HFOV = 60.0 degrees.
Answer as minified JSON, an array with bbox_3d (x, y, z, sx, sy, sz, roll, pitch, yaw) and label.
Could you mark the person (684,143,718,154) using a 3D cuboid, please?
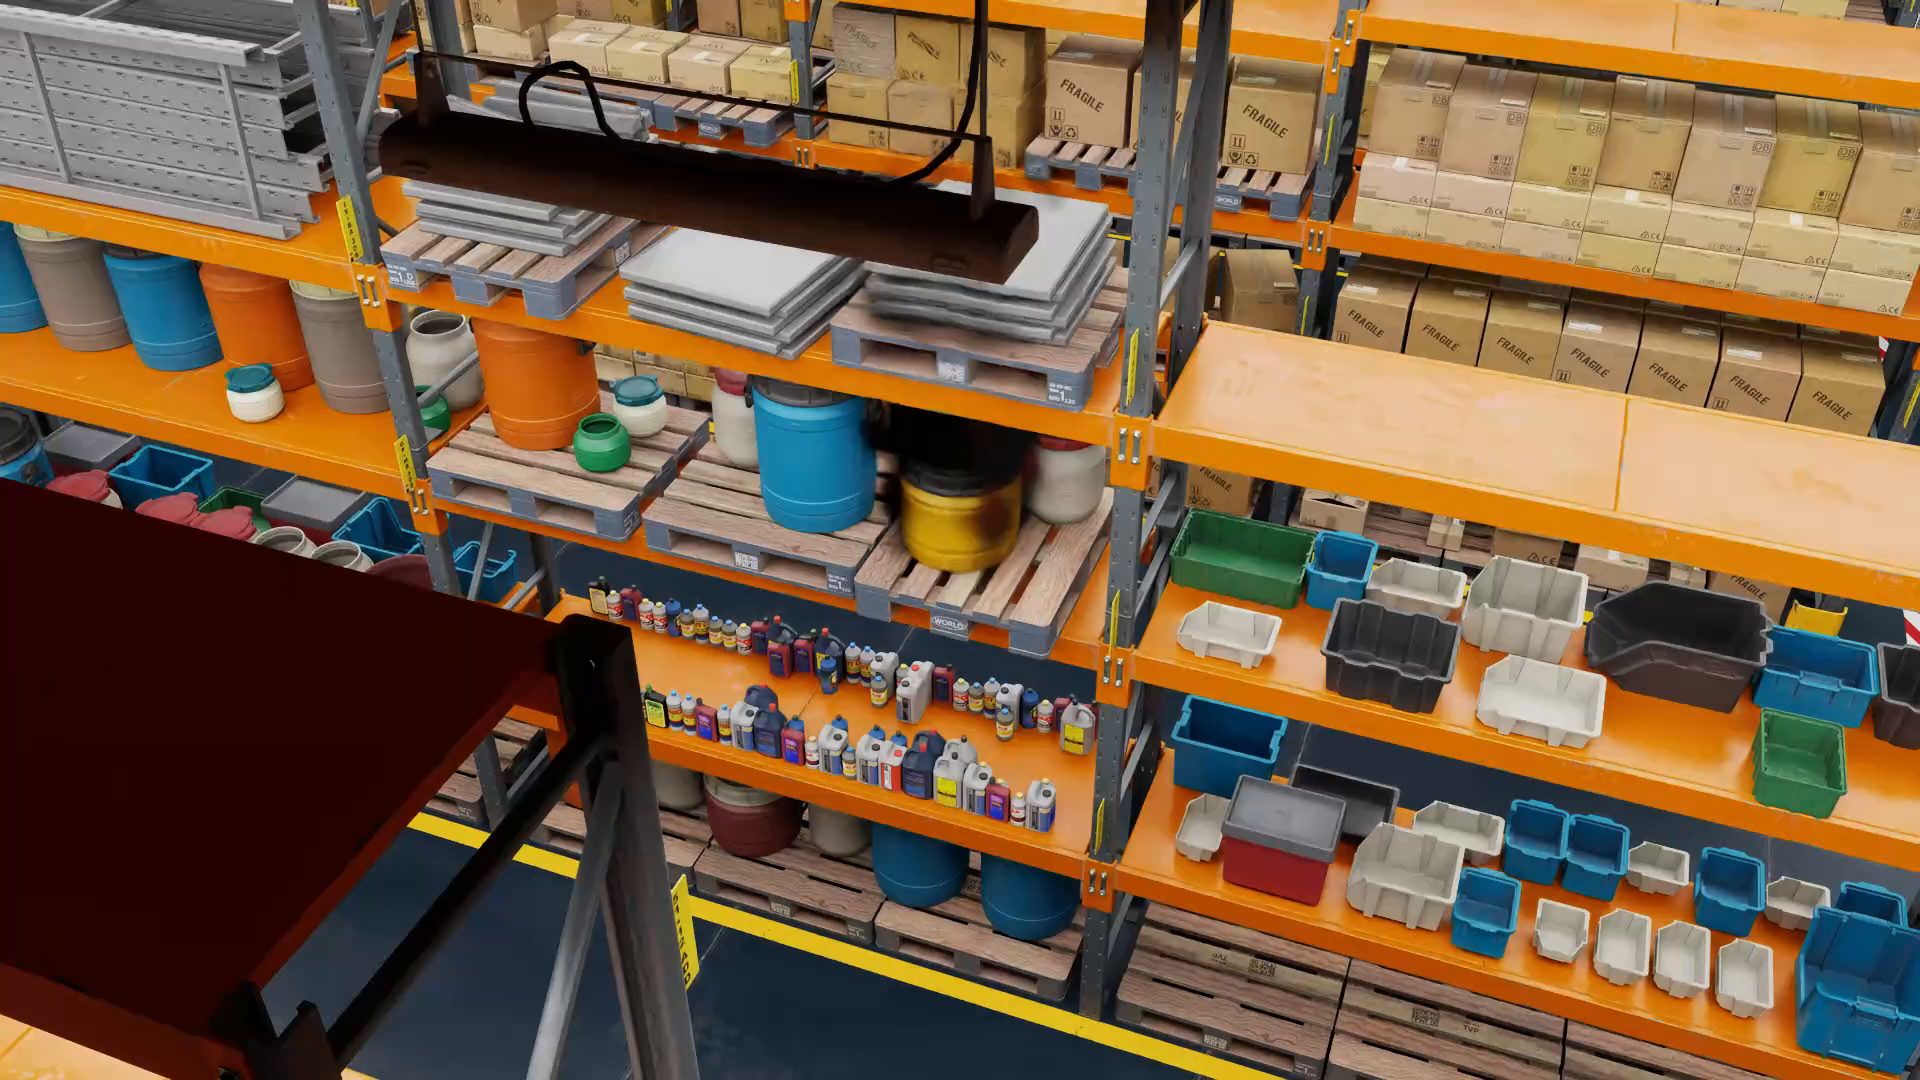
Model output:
[{"bbox_3d":[-2.591,-3.548,16.733,0.707,1.798,0.661,10,38,13],"label":"person"}]
